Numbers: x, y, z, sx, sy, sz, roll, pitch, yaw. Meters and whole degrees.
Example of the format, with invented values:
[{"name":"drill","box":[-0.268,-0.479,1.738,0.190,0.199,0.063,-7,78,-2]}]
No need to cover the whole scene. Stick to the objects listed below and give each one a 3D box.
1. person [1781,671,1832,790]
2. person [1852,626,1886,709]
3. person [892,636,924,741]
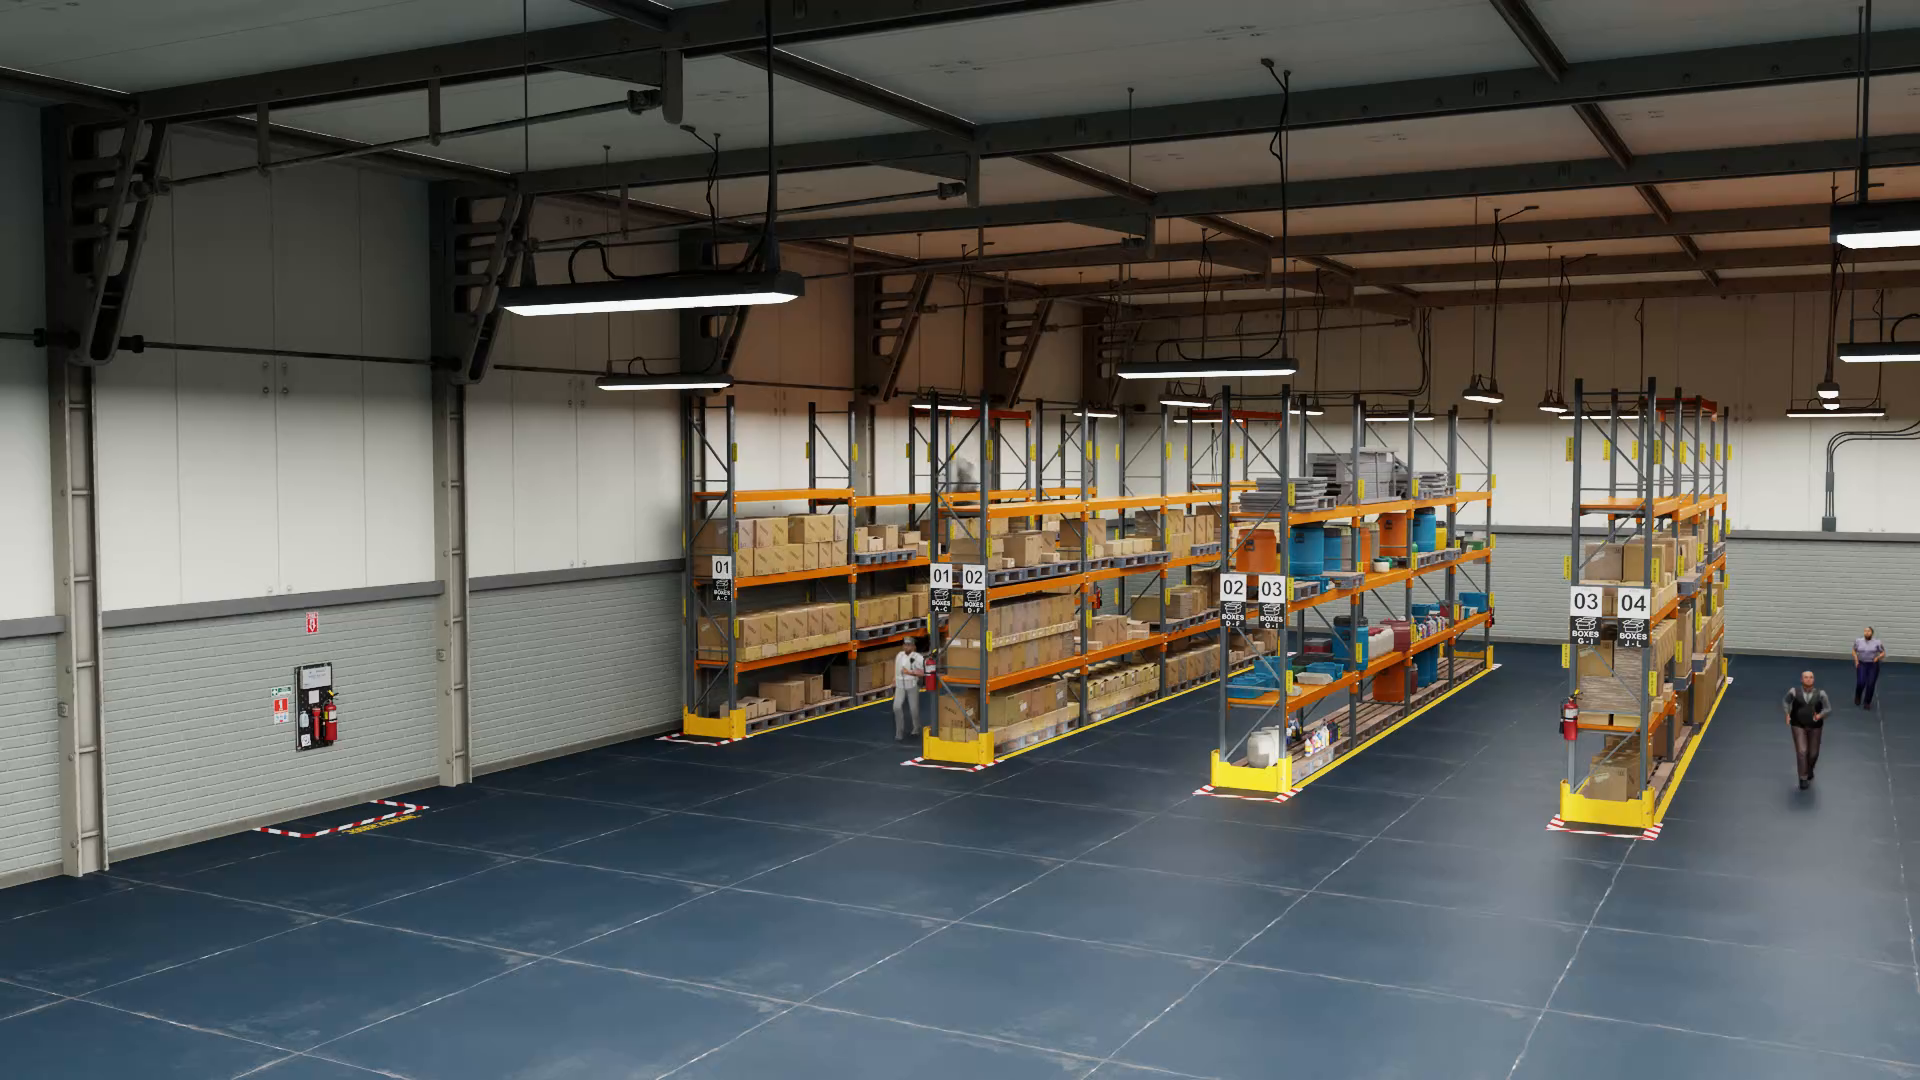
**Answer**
[{"name":"person","box":[12.708,2.827,24.981,0.671,1.727,0.822,1,3,21]},{"name":"person","box":[17.710,2.493,32.426,0.591,1.614,0.554,2,3,31]},{"name":"person","box":[-0.916,2.601,29.042,0.631,1.845,0.745,1,3,16]}]
